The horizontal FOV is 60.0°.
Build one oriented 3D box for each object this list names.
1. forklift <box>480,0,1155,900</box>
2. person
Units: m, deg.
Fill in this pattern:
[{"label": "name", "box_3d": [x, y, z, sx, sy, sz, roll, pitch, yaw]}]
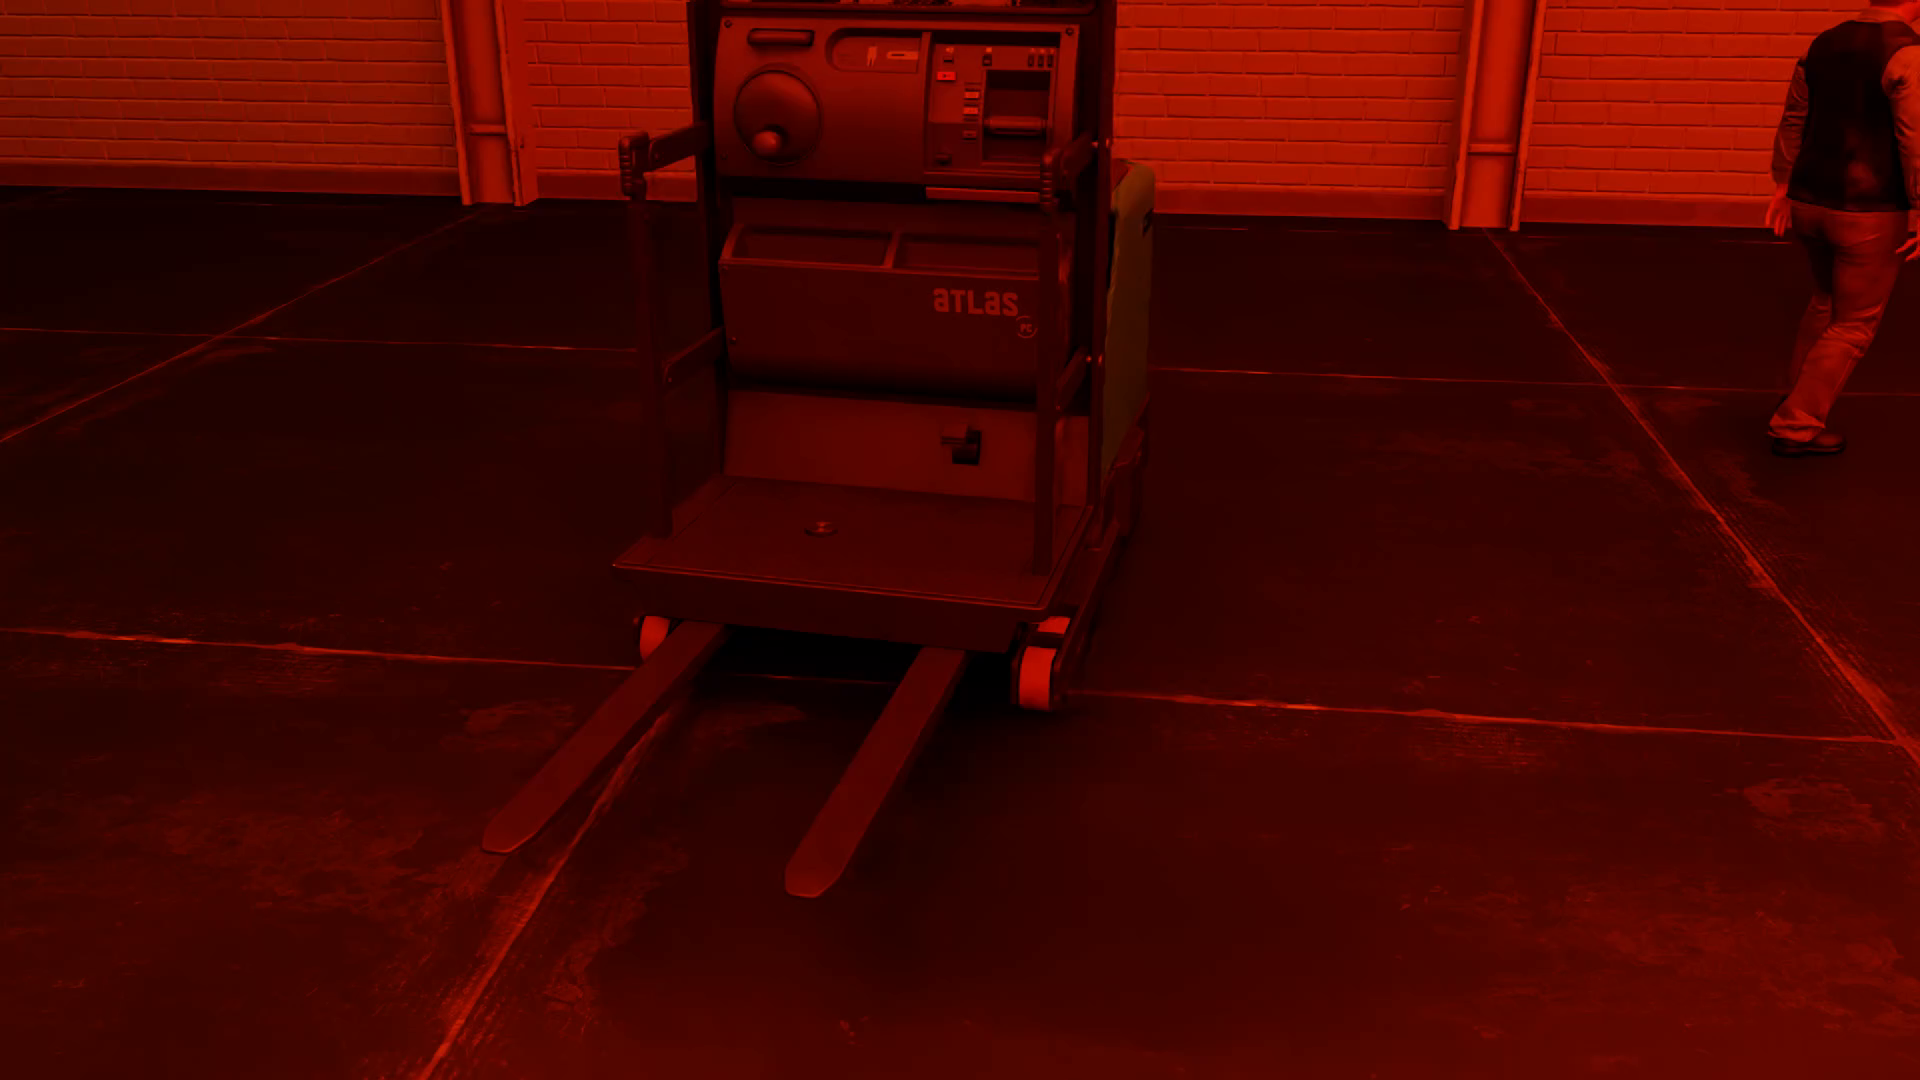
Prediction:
[{"label": "forklift", "box_3d": [-0.216, -1.089, 3.958, 1.130, 2.935, 3.031, 5, 23, 13]}, {"label": "person", "box_3d": [3.120, -1.122, 5.771, 0.540, 1.765, 0.631, -6, 23, -14]}]
